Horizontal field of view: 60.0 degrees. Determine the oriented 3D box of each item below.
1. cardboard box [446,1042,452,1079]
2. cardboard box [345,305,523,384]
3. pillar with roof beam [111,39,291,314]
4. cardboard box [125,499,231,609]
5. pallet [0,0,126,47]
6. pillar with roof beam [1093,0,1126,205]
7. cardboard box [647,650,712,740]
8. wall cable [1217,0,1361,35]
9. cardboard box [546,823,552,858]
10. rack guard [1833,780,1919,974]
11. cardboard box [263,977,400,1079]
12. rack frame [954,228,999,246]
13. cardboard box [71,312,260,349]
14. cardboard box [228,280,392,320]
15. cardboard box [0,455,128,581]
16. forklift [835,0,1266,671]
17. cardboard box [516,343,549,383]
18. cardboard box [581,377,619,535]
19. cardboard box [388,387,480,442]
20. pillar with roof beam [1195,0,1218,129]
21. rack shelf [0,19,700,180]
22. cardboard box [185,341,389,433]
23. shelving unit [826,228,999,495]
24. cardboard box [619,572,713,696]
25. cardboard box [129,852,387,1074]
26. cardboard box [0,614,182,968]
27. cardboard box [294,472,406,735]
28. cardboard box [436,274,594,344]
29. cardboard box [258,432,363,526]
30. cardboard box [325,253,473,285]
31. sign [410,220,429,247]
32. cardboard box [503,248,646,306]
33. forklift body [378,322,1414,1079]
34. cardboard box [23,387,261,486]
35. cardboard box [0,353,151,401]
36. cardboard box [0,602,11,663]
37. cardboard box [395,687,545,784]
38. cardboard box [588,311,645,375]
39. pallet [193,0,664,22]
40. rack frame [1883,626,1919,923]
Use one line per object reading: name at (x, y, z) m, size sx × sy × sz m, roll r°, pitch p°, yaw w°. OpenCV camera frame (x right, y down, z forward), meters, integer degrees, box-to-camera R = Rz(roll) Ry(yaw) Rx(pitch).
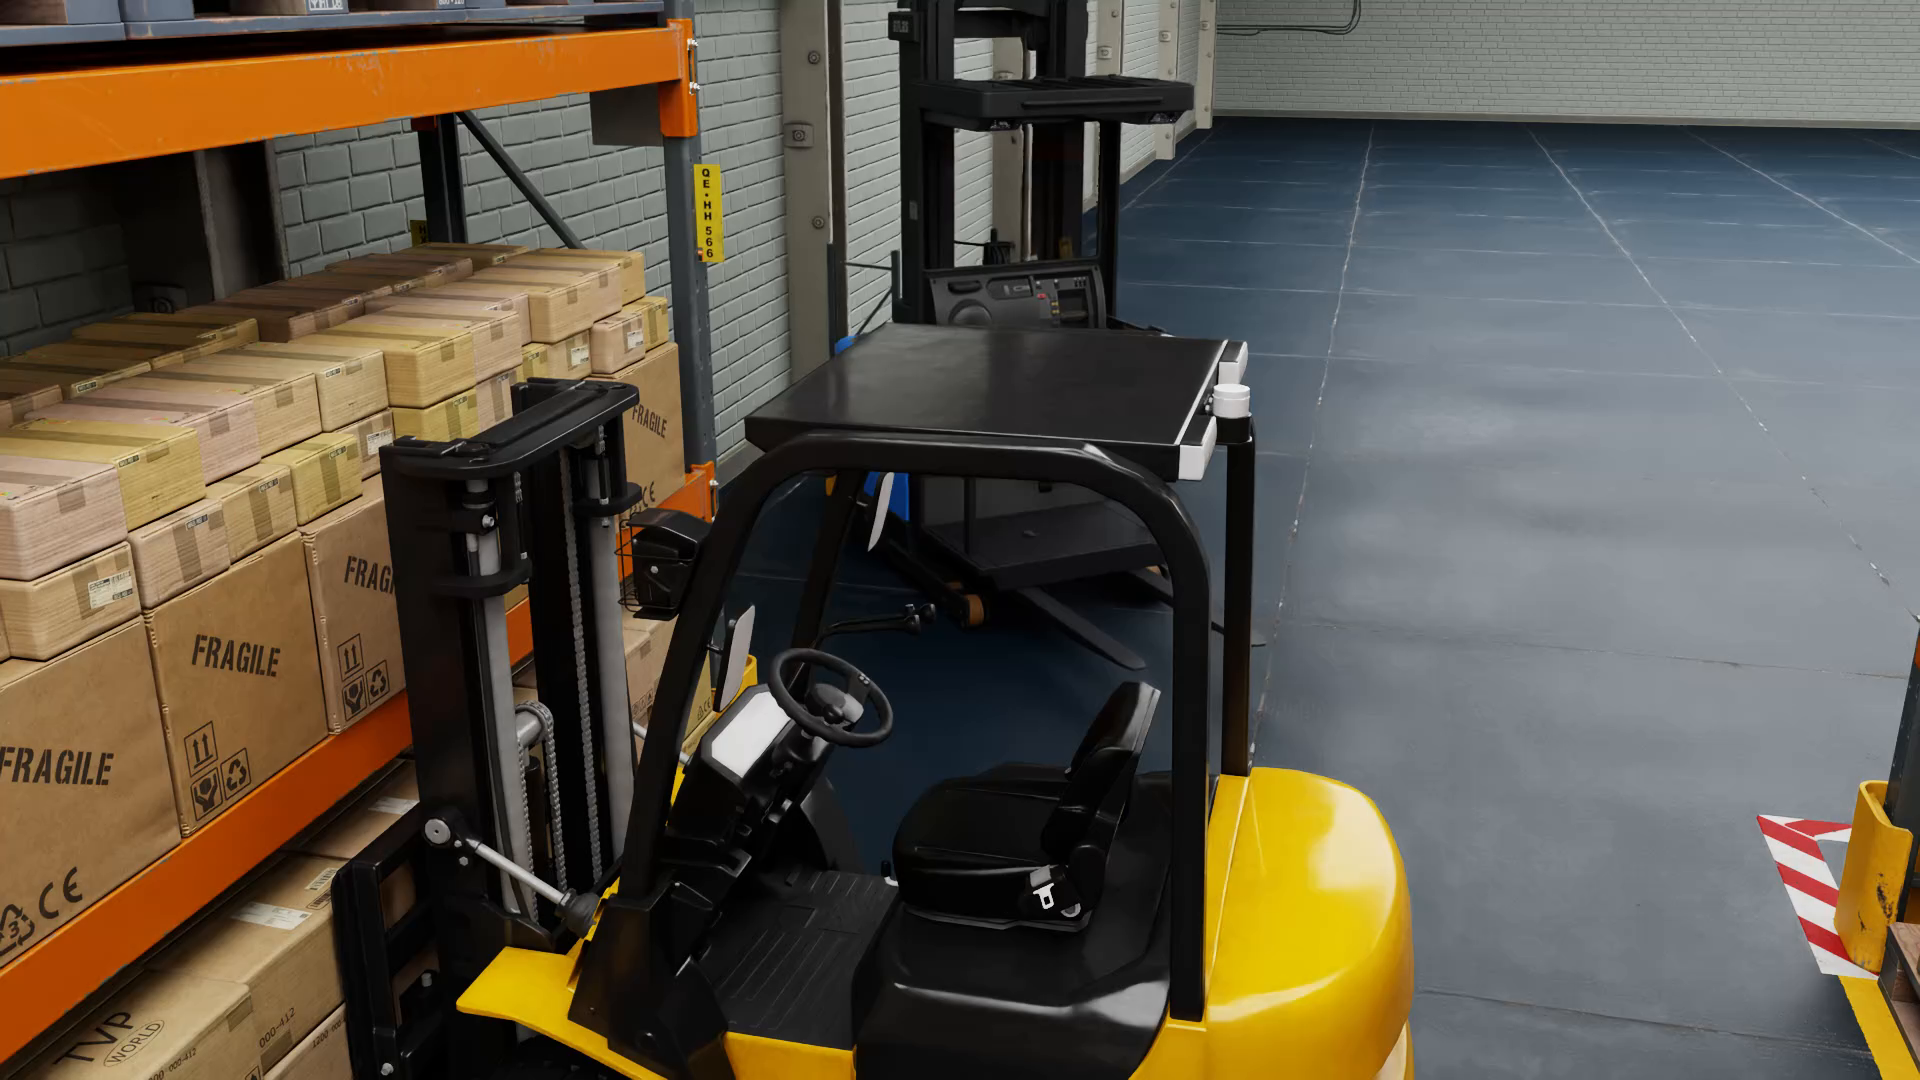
cardboard box at (-1.548, 1.261, 4.459) m, size 0.500 × 0.250 × 0.500 m, roll 5°, pitch 20°, yaw 15°
cardboard box at (-1.413, -0.529, 4.477) m, size 0.380 × 0.149 × 0.250 m, roll 5°, pitch 20°, yaw 15°
pillar with roof beam at (1.757, -2.841, 3.584) m, size 9.100 × 9.000 × 0.400 m, roll 5°, pitch 19°, yaw 13°
cardboard box at (-1.721, 0.012, 3.352) m, size 0.380 × 0.149 × 0.250 m, roll 4°, pitch 19°, yaw 13°
pallet at (-2.167, -0.882, 2.627) m, size 1.003 × 0.211 × 1.213 m, roll 5°, pitch 19°, yaw 13°
pillar with roof beam at (6.155, -8.483, 20.101) m, size 9.100 × 9.000 × 0.400 m, roll 5°, pitch 19°, yaw 13°
cardboard box at (-1.189, 0.554, 5.756) m, size 0.500 × 0.250 × 0.500 m, roll 4°, pitch 19°, yaw 13°
wall cable at (6.915, -11.934, 35.008) m, size 3.097 × 2.526 × 0.112 m, roll 5°, pitch 19°, yaw 13°
cardboard box at (-1.428, 0.874, 4.820) m, size 0.500 × 0.250 × 0.500 m, roll 4°, pitch 19°, yaw 12°
rack guard at (3.423, 1.108, 5.169) m, size 1.175 × 0.500 × 0.348 m, roll 5°, pitch 19°, yaw 13°
cardboard box at (-1.678, 1.188, 3.898) m, size 0.500 × 0.250 × 0.500 m, roll 4°, pitch 19°, yaw 13°
rack frame at (0.021, -1.216, 10.428) m, size 0.500 × 1.500 × 0.032 m, roll 12°, pitch 22°, yaw 32°
cardboard box at (-2.084, -0.497, 4.384) m, size 0.380 × 0.149 × 0.250 m, roll 4°, pitch 19°, yaw 12°
cardboard box at (-1.885, -0.656, 4.850) m, size 0.380 × 0.149 × 0.250 m, roll 5°, pitch 19°, yaw 14°
cardboard box at (-1.792, -0.049, 3.073) m, size 0.380 × 0.149 × 0.250 m, roll 5°, pitch 20°, yaw 15°
forklift at (0.381, -1.125, 7.945) m, size 1.130 × 2.935 × 3.031 m, roll -9°, pitch 21°, yaw -24°
cardboard box at (-1.414, -0.477, 4.785) m, size 0.380 × 0.149 × 0.250 m, roll 5°, pitch 19°, yaw 13°
cardboard box at (-1.374, -0.200, 4.977) m, size 0.500 × 0.500 × 0.500 m, roll 5°, pitch 20°, yaw 15°
cardboard box at (-1.476, -0.309, 4.292) m, size 0.380 × 0.149 × 0.250 m, roll 5°, pitch 19°, yaw 14°
pillar with roof beam at (9.087, -12.244, 31.113) m, size 9.100 × 9.000 × 0.400 m, roll 5°, pitch 19°, yaw 13°
rack shelf at (-1.862, -0.941, 3.775) m, size 1.077 × 0.370 × 4.000 m, roll 5°, pitch 19°, yaw 13°
cardboard box at (-1.625, -0.374, 4.024) m, size 0.380 × 0.149 × 0.250 m, roll 5°, pitch 19°, yaw 14°
shelving unit at (-0.268, -1.078, 10.022) m, size 0.587 × 1.500 × 1.083 m, roll 12°, pitch 22°, yaw 32°
cardboard box at (-1.183, 0.309, 5.699) m, size 0.500 × 0.250 × 0.500 m, roll 5°, pitch 20°, yaw 15°
cardboard box at (-1.683, 0.951, 3.821) m, size 0.500 × 0.250 × 0.500 m, roll 5°, pitch 20°, yaw 15°
cardboard box at (-1.878, 0.434, 3.121) m, size 0.500 × 0.500 × 0.500 m, roll 5°, pitch 19°, yaw 14°
cardboard box at (-1.611, 0.119, 4.043) m, size 0.500 × 0.500 × 0.500 m, roll 5°, pitch 19°, yaw 14°
cardboard box at (-1.324, -0.691, 4.953) m, size 0.380 × 0.149 × 0.250 m, roll 5°, pitch 20°, yaw 15°
cardboard box at (-1.620, -0.152, 3.834) m, size 0.380 × 0.149 × 0.250 m, roll 4°, pitch 19°, yaw 12°
cardboard box at (-1.788, -0.817, 5.322) m, size 0.380 × 0.149 × 0.250 m, roll 5°, pitch 20°, yaw 15°
sign at (-1.910, -0.982, 5.960) m, size 0.100 × 0.325 × 0.005 m, roll 5°, pitch 19°, yaw 13°
cardboard box at (-1.256, -0.855, 5.433) m, size 0.380 × 0.149 × 0.250 m, roll 5°, pitch 19°, yaw 14°
forklift body at (-0.067, 0.651, 3.955) m, size 2.313 × 2.155 × 1.214 m, roll 5°, pitch 19°, yaw 13°
cardboard box at (-1.747, -0.217, 3.564) m, size 0.380 × 0.149 × 0.250 m, roll 5°, pitch 19°, yaw 13°
cardboard box at (-2.129, -0.330, 3.895) m, size 0.380 × 0.149 × 0.250 m, roll 5°, pitch 20°, yaw 15°
cardboard box at (-1.919, 0.166, 2.903) m, size 0.380 × 0.149 × 0.250 m, roll 5°, pitch 19°, yaw 13°
cardboard box at (-1.416, 0.628, 4.764) m, size 0.500 × 0.250 × 0.500 m, roll 5°, pitch 19°, yaw 14°
cardboard box at (-1.220, -0.630, 5.234) m, size 0.380 × 0.149 × 0.250 m, roll 5°, pitch 19°, yaw 14°
pallet at (-1.571, -1.647, 4.866) m, size 1.003 × 0.211 × 1.213 m, roll 5°, pitch 19°, yaw 13°
rack frame at (3.441, -0.098, 4.835) m, size 1.000 × 3.000 × 0.127 m, roll 5°, pitch 19°, yaw 13°
